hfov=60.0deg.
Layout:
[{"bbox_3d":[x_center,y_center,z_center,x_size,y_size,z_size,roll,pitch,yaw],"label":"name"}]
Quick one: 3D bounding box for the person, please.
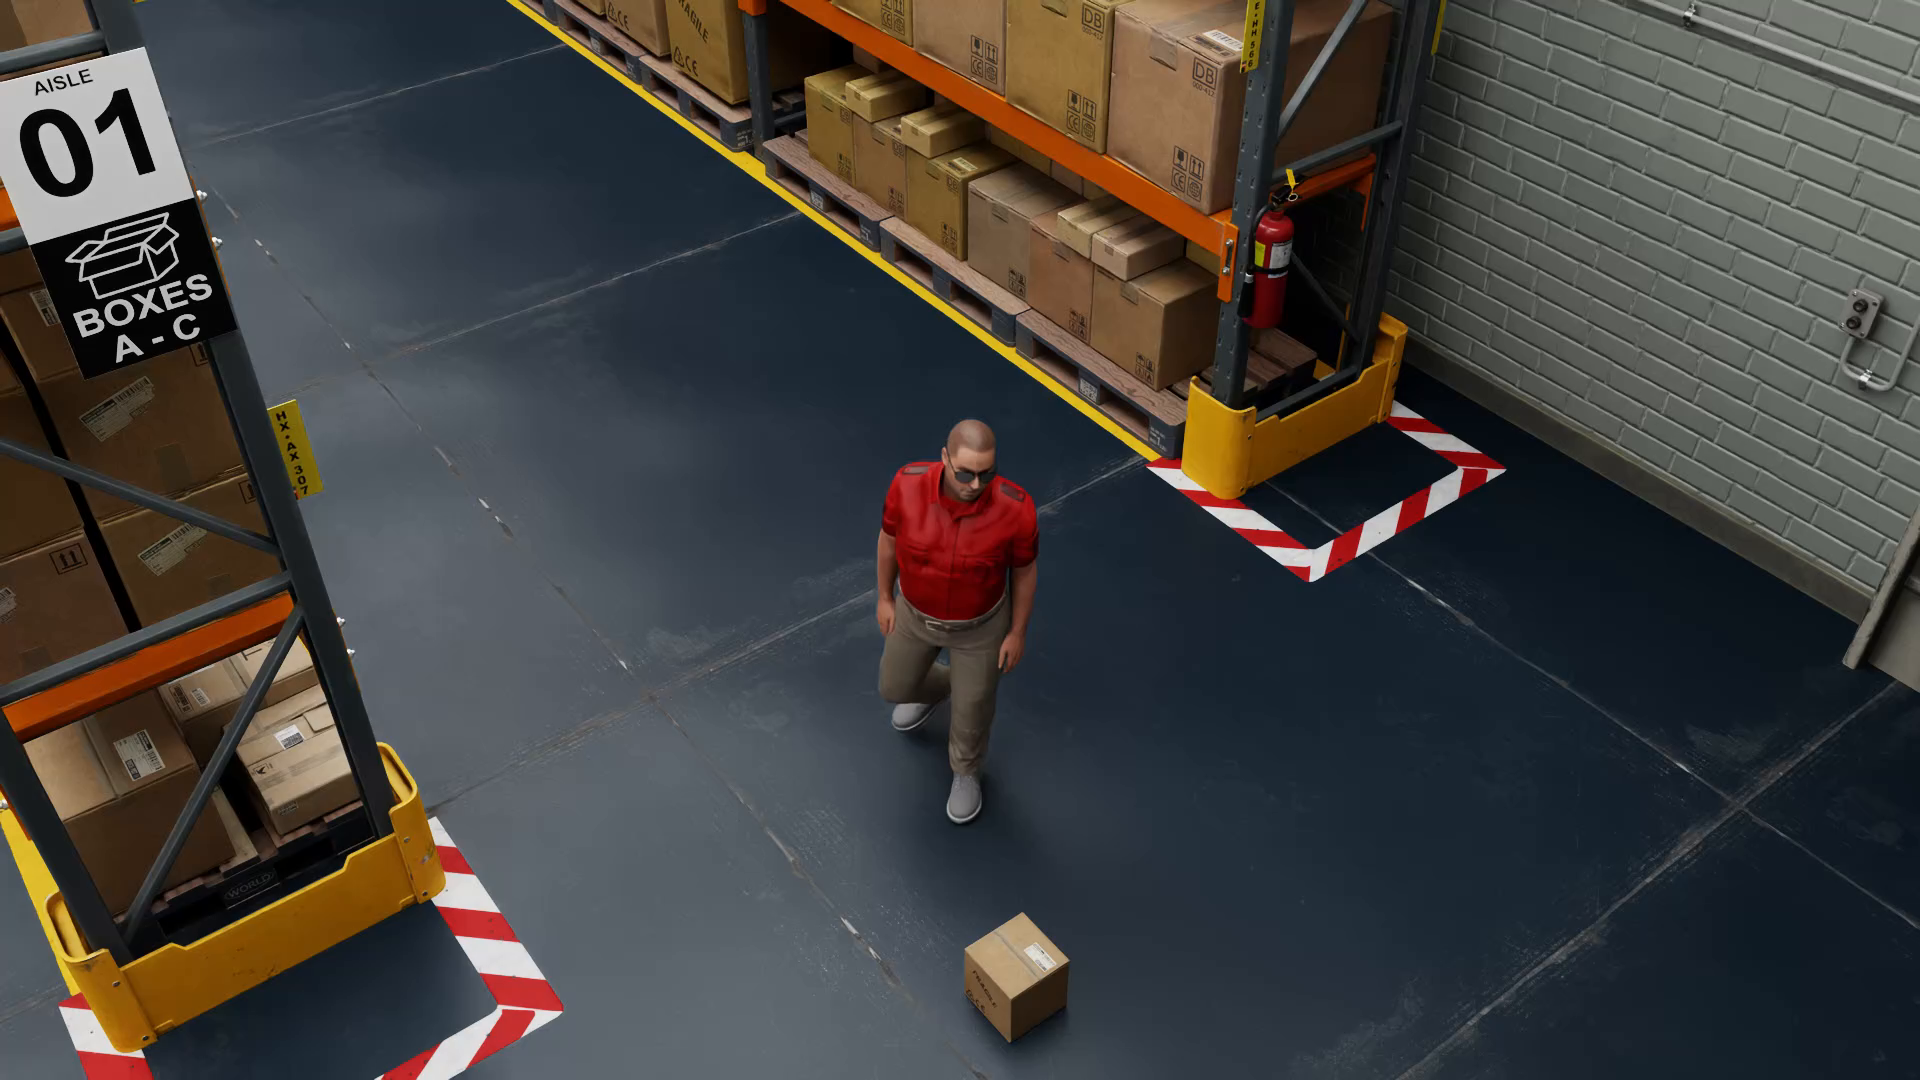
[{"bbox_3d":[-0.009,0.214,5.900,0.595,1.724,0.588,10,41,12],"label":"person"}]
